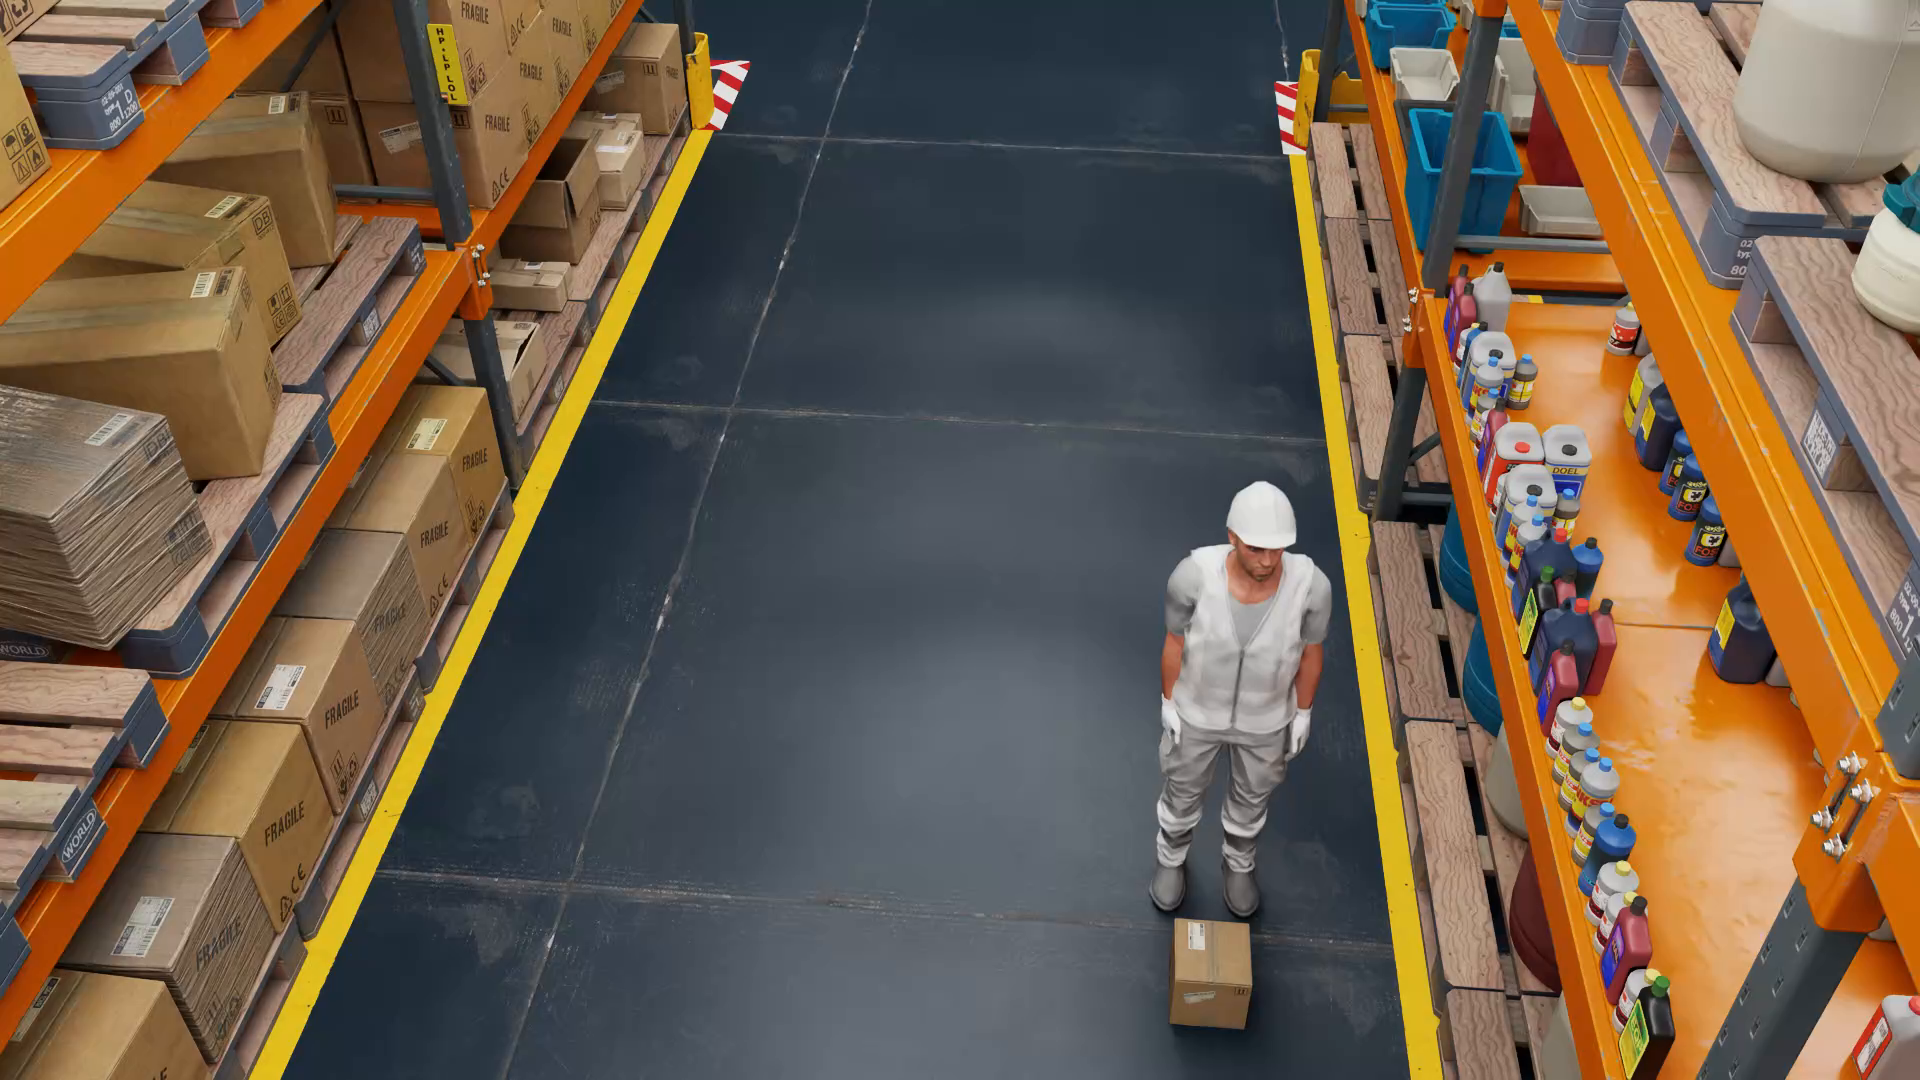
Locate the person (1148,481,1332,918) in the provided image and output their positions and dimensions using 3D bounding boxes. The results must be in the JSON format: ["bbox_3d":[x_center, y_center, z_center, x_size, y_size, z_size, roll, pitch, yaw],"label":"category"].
[{"bbox_3d":[0.901,0.554,5.466,0.523,1.790,0.331,4,40,5],"label":"person"}]
